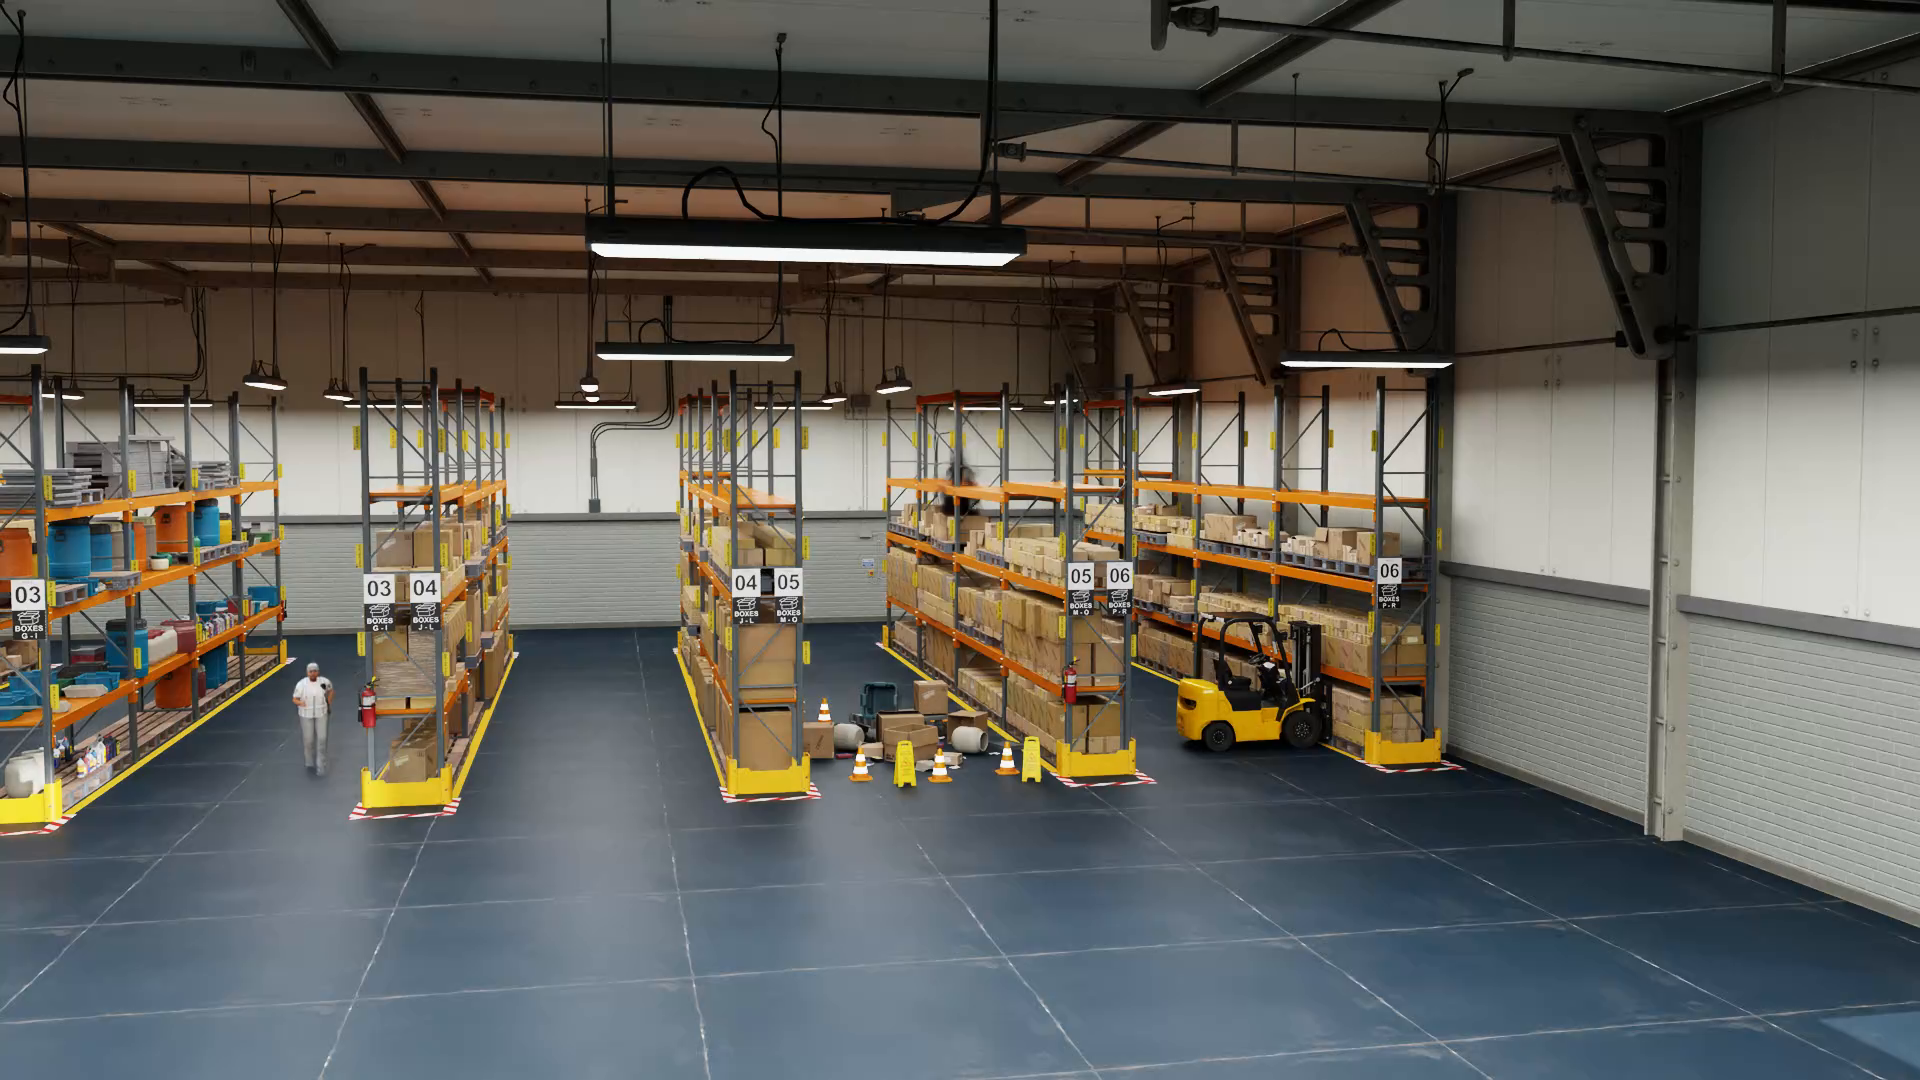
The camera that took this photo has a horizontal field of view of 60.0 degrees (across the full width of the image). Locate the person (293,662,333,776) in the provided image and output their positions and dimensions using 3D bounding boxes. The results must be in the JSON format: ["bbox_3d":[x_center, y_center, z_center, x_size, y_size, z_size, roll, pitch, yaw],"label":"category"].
[{"bbox_3d":[-9.788,2.678,25.181,0.580,1.685,0.896,-1,4,-23],"label":"person"}]
